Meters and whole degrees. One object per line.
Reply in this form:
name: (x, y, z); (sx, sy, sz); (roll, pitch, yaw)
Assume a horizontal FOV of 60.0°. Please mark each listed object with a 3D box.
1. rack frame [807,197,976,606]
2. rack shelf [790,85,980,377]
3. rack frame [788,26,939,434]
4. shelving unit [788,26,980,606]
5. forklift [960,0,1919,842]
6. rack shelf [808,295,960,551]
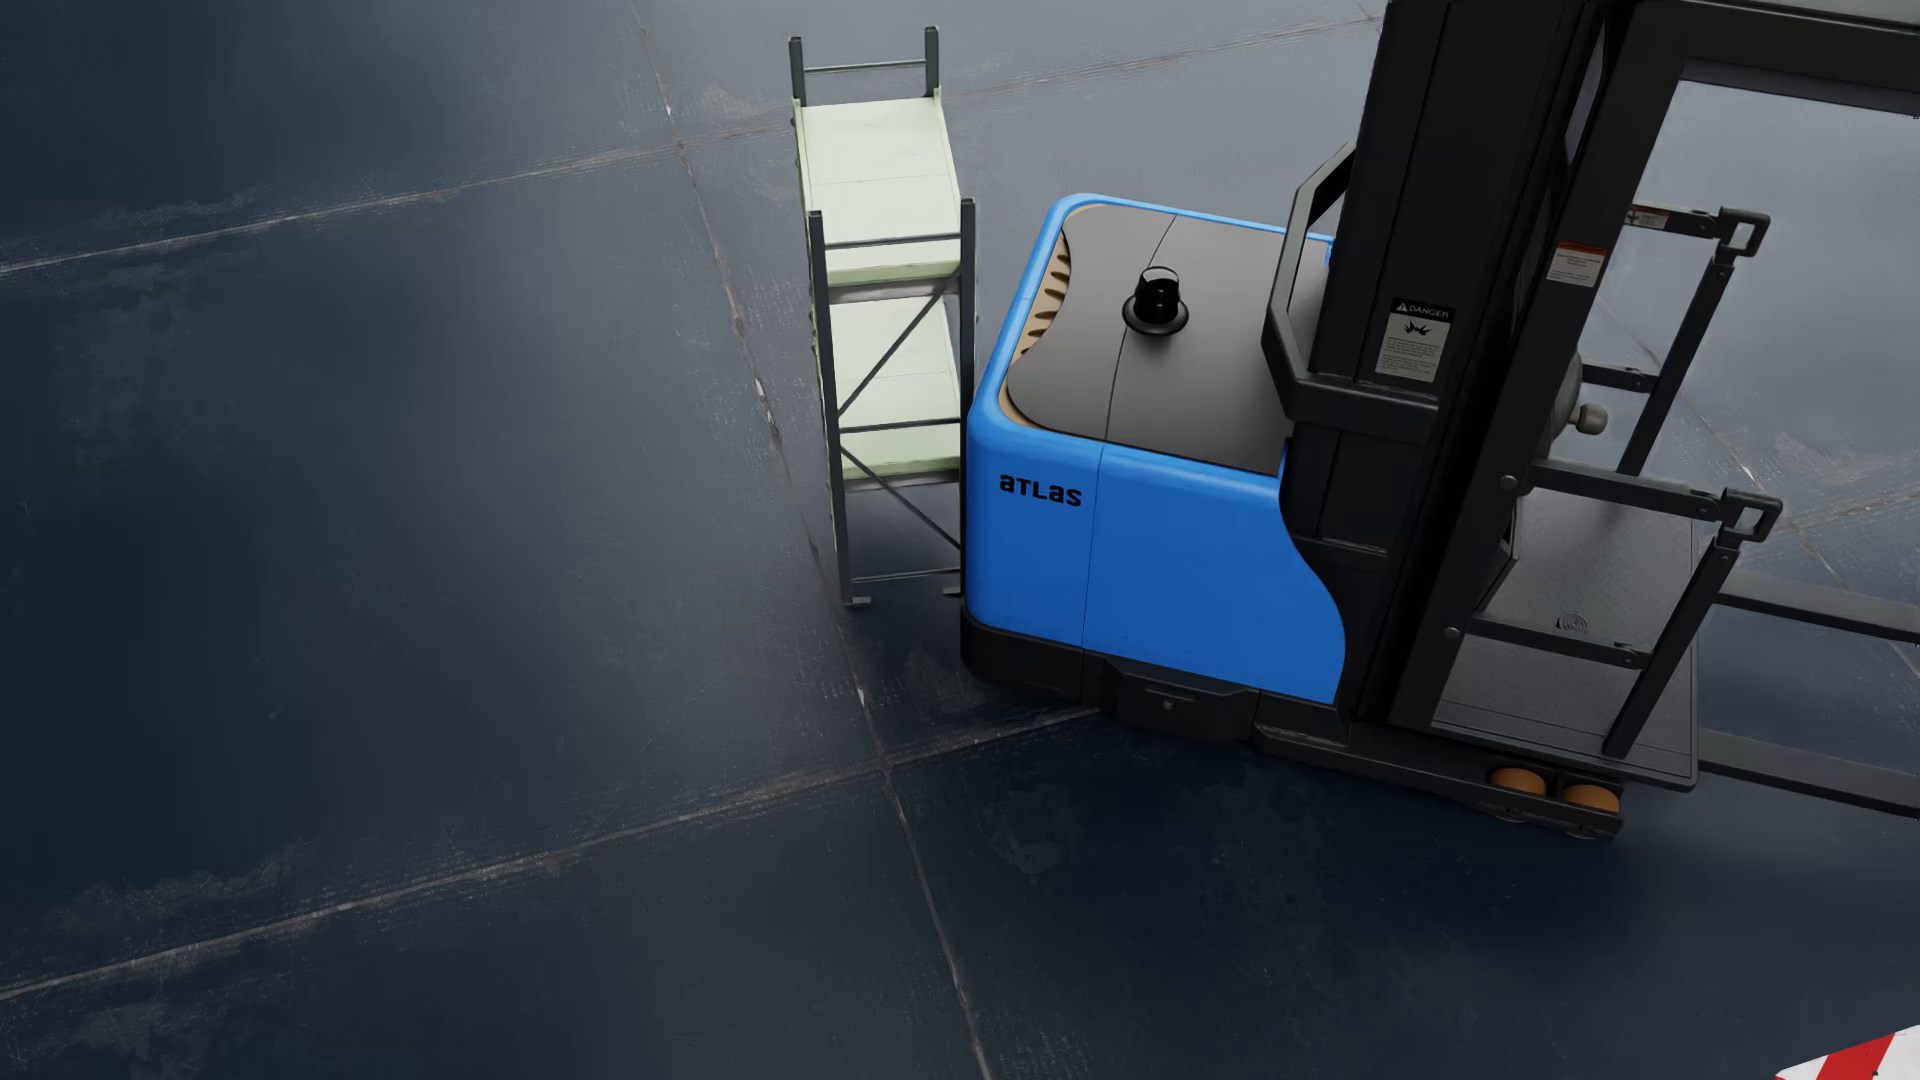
rack frame: (-0.163, -0.310, 4.530); (0.400, 1.500, 0.023); (-6, 50, -5)
rack shelf: (-0.210, -0.839, 4.466); (0.431, 0.370, 0.720); (-6, 50, -5)
rack frame: (-0.257, -0.865, 4.998); (0.400, 1.500, 0.023); (-6, 50, -5)
shelving unit: (-0.210, -0.587, 4.764); (0.431, 1.500, 0.755); (-6, 50, -5)
forklift: (1.577, -0.581, 3.823); (3.031, 2.935, 1.130); (12, 51, 10)
rack shelf: (-0.210, -0.377, 5.013); (0.431, 0.370, 0.720); (-6, 50, -5)
